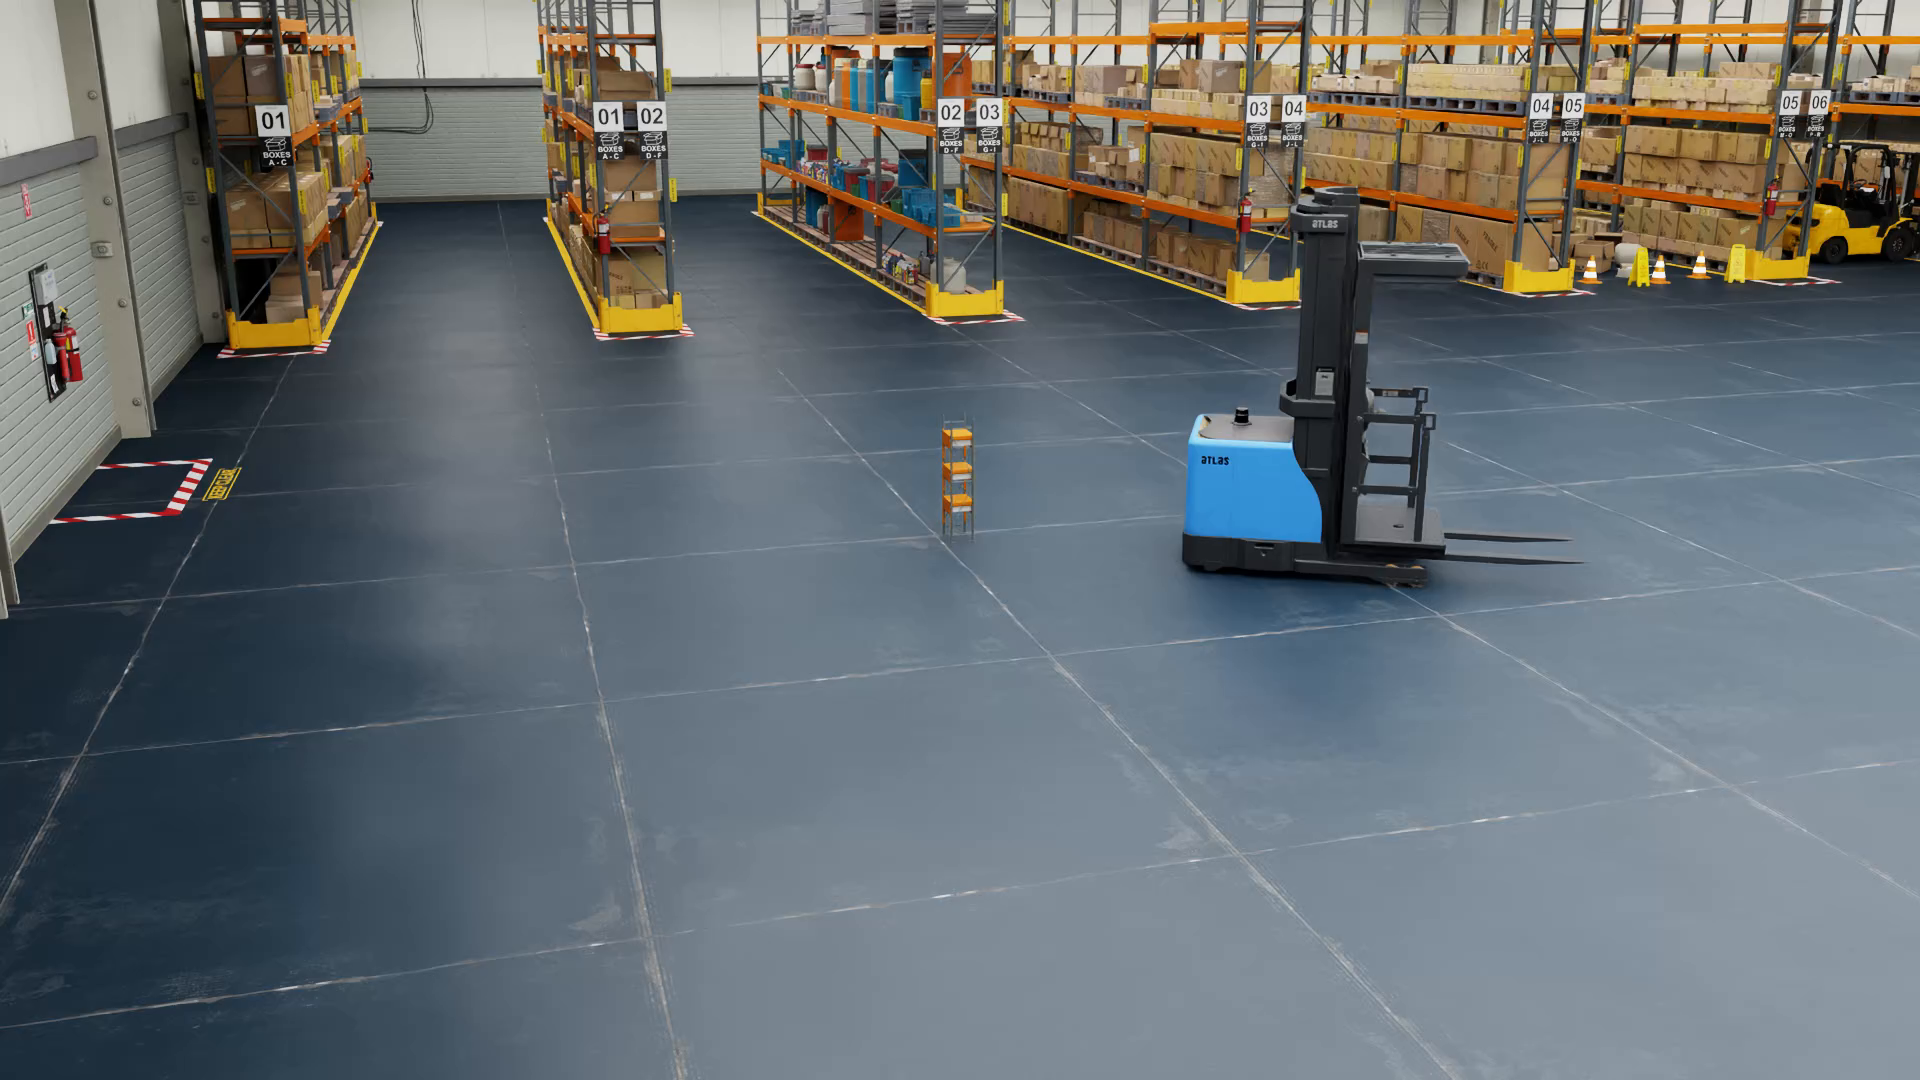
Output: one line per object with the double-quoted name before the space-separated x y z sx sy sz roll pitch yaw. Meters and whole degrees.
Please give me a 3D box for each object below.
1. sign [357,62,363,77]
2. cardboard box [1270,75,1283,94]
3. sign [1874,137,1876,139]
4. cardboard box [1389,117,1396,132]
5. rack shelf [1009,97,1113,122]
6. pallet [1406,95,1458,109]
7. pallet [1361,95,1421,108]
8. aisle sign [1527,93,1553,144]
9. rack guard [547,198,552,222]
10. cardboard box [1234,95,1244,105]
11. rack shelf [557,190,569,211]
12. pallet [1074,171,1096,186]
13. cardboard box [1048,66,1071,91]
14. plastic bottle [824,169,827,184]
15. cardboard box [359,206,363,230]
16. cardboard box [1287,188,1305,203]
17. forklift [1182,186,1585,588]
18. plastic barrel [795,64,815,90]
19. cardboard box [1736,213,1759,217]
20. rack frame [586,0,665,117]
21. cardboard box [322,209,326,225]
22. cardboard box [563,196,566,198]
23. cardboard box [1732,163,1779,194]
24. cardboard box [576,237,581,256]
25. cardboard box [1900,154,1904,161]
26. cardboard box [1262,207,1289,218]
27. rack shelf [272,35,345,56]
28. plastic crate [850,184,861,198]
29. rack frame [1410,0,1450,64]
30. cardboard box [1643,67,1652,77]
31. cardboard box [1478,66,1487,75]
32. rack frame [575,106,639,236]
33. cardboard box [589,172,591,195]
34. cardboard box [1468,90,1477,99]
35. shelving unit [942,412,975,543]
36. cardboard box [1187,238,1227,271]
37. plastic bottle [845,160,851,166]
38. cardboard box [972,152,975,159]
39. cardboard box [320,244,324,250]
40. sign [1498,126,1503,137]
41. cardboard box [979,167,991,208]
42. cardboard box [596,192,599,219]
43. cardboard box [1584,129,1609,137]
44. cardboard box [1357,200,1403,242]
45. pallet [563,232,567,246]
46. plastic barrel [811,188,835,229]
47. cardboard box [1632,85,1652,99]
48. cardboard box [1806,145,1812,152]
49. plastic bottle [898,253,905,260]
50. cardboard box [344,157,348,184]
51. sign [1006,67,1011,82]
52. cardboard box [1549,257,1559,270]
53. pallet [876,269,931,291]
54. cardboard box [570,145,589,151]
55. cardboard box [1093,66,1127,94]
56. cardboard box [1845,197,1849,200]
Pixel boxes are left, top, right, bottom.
"sign" -13.262 -10.391 36.715 0.100 0.325 0.005 -5 17 -15
"cardboard box" 6.945 -9.615 35.360 0.500 0.500 0.500 -5 17 -15
"sign" 18.632 -8.059 33.924 0.100 0.325 0.005 -5 17 -15
"cardboard box" 10.733 -10.017 40.173 0.500 0.500 0.500 -5 17 -16
"rack shelf" 2.149 -9.137 35.191 1.077 0.370 4.000 -5 17 -15
"pallet" 8.810 -7.916 30.031 1.003 0.211 1.213 -5 17 -15
"pallet" 8.296 -8.344 31.634 0.805 0.209 1.217 -5 18 -17
"aisle sign" 9.425 -6.844 27.005 0.394 0.787 0.004 -5 17 -15
"rack guard" -9.004 -7.704 38.730 1.175 0.500 0.348 -5 17 -15
"cardboard box" 4.521 -6.886 26.017 0.380 0.149 0.250 -5 17 -15
"rack shelf" -7.376 -6.918 33.019 1.077 0.370 4.000 -5 17 -15
"pallet" 2.997 -7.211 33.077 1.213 0.211 1.003 -5 17 -15
"cardboard box" 2.140 -9.572 34.485 0.500 0.500 0.500 -4 17 -12
"plastic bottle" -2.648 -7.186 32.863 0.061 0.283 0.133 -5 17 -15
"cardboard box" -12.795 -6.642 34.464 0.700 0.500 0.500 -4 17 -15
"cardboard box" 7.056 -7.387 35.642 0.500 0.250 0.500 -5 17 -17
"forklift" 3.325 -1.204 12.865 3.031 2.935 1.130 3 17 11
"plastic barrel" -3.259 -9.744 34.995 0.433 0.535 0.433 0 17 0
"cardboard box" 14.315 -5.701 30.464 0.500 0.500 0.500 -5 18 -17
"rack frame" -4.628 -7.369 22.844 1.000 3.000 0.127 -5 17 -15
"cardboard box" -9.939 -4.902 25.284 0.500 0.250 0.500 -5 17 -15
"cardboard box" -8.447 -7.350 36.781 0.797 0.503 0.637 -5 17 -15
"cardboard box" 14.012 -6.381 29.289 0.500 0.500 0.500 -5 17 -16
"cardboard box" -6.398 -5.127 28.880 0.500 0.311 0.500 -5 17 -15
"cardboard box" 18.339 -7.382 32.012 0.380 0.149 0.250 -5 17 -16
"cardboard box" 5.049 -5.256 26.672 0.380 0.149 0.250 -5 17 -15
"rack shelf" -12.138 -9.207 30.906 1.077 0.370 4.000 -5 17 -15
"plastic crate" -1.714 -6.351 30.250 0.450 0.188 0.662 -5 17 -15
"rack frame" 11.128 -12.254 39.106 1.000 3.000 0.127 -5 17 -15
"cardboard box" 13.405 -9.304 33.160 0.500 0.250 0.500 -5 17 -16
"cardboard box" 8.998 -7.937 28.093 0.380 0.149 0.250 -5 17 -15
"rack frame" -5.728 -5.603 27.390 1.000 3.000 0.127 -5 17 -15
"cardboard box" -6.205 -6.149 29.033 0.500 0.500 0.500 -5 17 -15
"cardboard box" 8.929 -7.625 28.440 0.380 0.149 0.250 -5 17 -15
"shelving unit" -0.015 -0.518 13.850 0.215 1.050 0.252 -5 17 -15
"cardboard box" 4.281 -4.952 28.838 0.500 0.500 0.500 -6 18 -20
"plastic bottle" -2.292 -7.649 34.289 0.144 0.351 0.185 -5 17 -15
"cardboard box" 0.496 -9.246 39.955 0.380 0.149 0.250 -5 17 -16
"cardboard box" -10.999 -4.709 27.996 0.700 0.500 0.500 -4 17 -15
"sign" 11.695 -8.785 35.970 0.100 0.325 0.005 -5 17 -15
"cardboard box" 1.003 -8.465 39.883 0.875 0.875 0.875 -5 17 -15
"cardboard box" -5.314 -5.244 26.022 0.700 0.500 0.500 -4 17 -14
"cardboard box" 12.781 -8.170 33.388 0.380 0.149 0.250 -5 17 -17
"cardboard box" 8.077 -6.304 32.907 1.050 0.750 0.750 -5 17 -15
"pallet" -7.666 -6.258 34.419 1.003 0.211 1.213 -5 17 -15
"plastic barrel" -2.835 -7.055 35.141 0.600 0.901 0.708 -5 17 -15
"cardboard box" 13.185 -8.532 31.672 0.500 0.250 0.500 -5 17 -16
"cardboard box" 17.703 -8.067 34.293 0.380 0.149 0.250 -5 17 -16
"plastic bottle" -1.002 -4.691 28.193 0.144 0.351 0.185 -5 17 -15
"cardboard box" -11.611 -6.817 30.705 0.500 0.500 0.500 -4 17 -13
"sign" 1.067 -10.276 36.696 0.100 0.325 0.005 -5 17 -15
"cardboard box" 10.838 -5.110 30.502 0.396 0.266 0.258 -2 17 -6
"pallet" -0.819 -4.469 28.462 1.003 0.211 1.213 -5 17 -15
"cardboard box" -7.381 -7.581 33.071 0.700 0.500 0.500 -10 19 -29
"cardboard box" 2.862 -8.786 31.730 0.500 0.500 0.500 -5 17 -17
"cardboard box" 17.930 -6.766 33.575 0.500 0.250 0.500 -5 17 -16
